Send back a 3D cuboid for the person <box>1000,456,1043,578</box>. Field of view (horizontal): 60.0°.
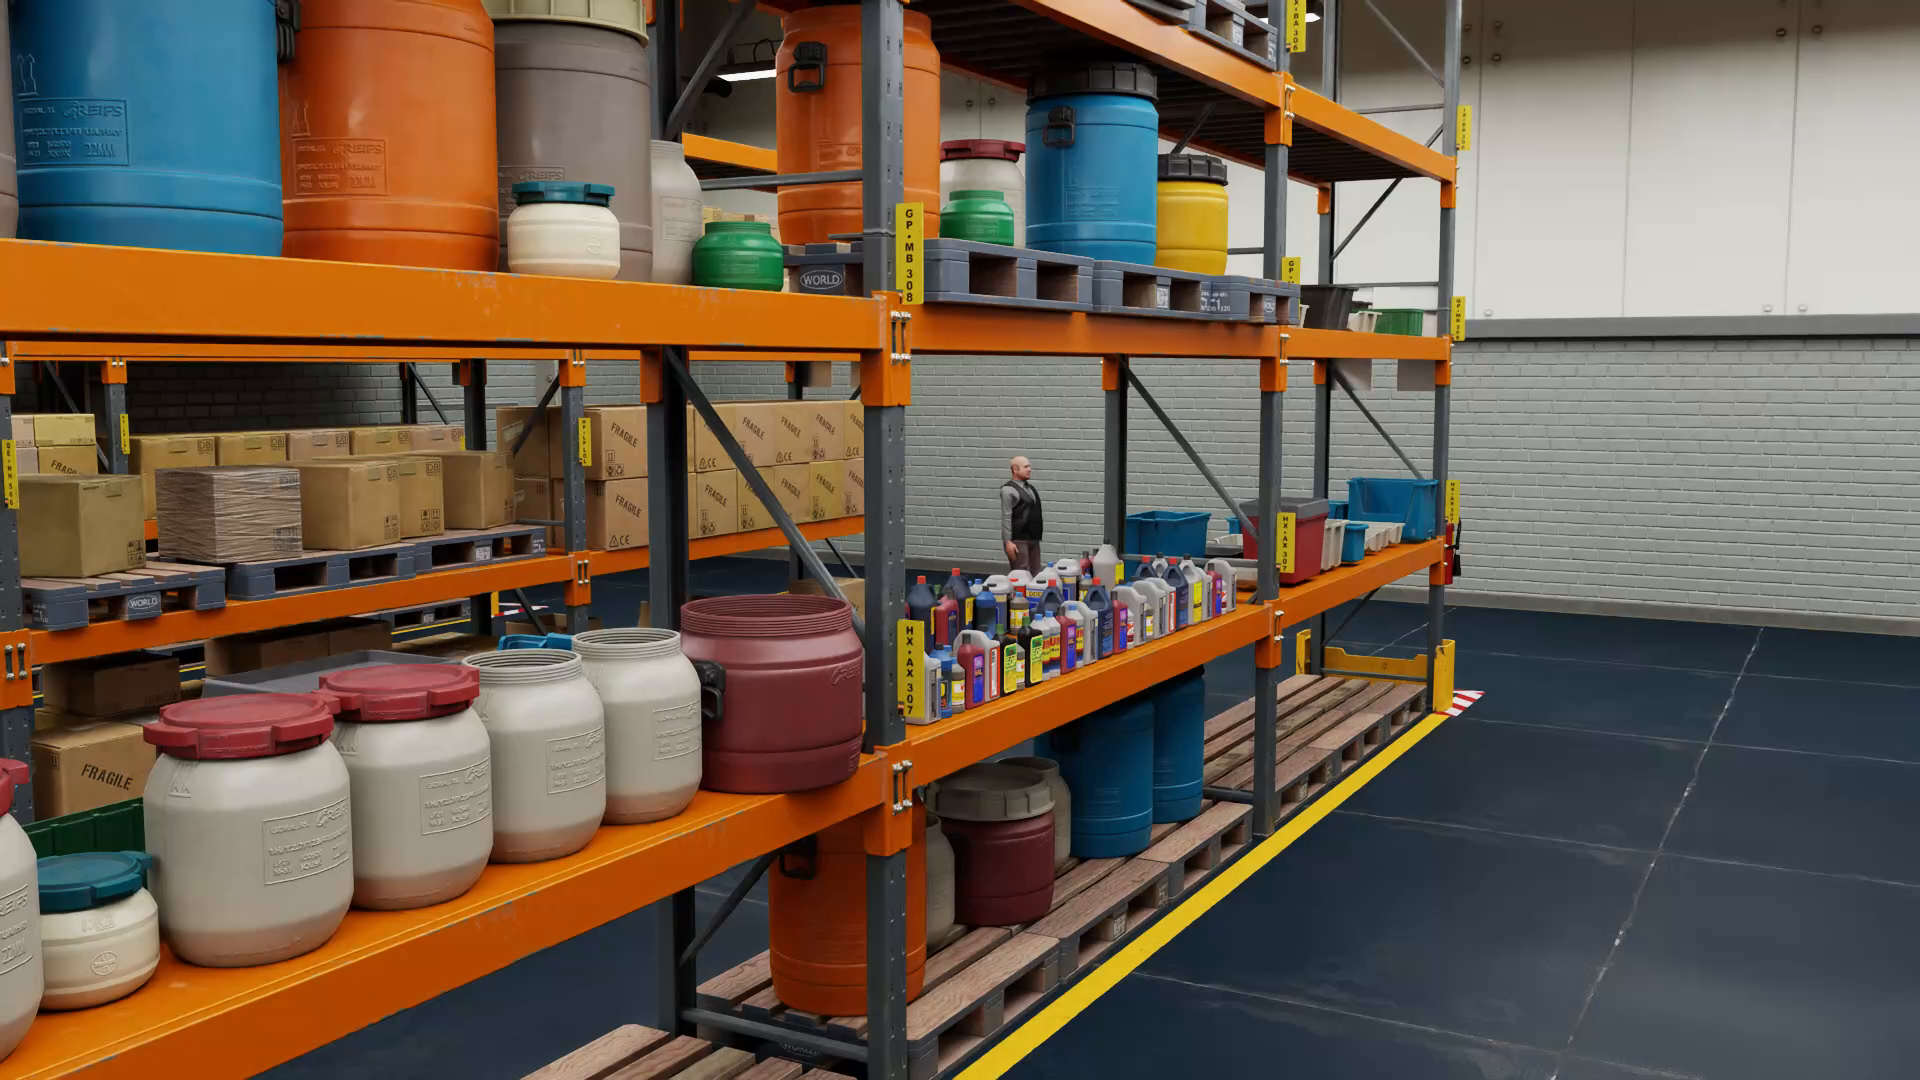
[{"bbox_3d":[0.617,0.046,16.335,0.599,1.738,0.567,4,7,35],"label":"person"}]
